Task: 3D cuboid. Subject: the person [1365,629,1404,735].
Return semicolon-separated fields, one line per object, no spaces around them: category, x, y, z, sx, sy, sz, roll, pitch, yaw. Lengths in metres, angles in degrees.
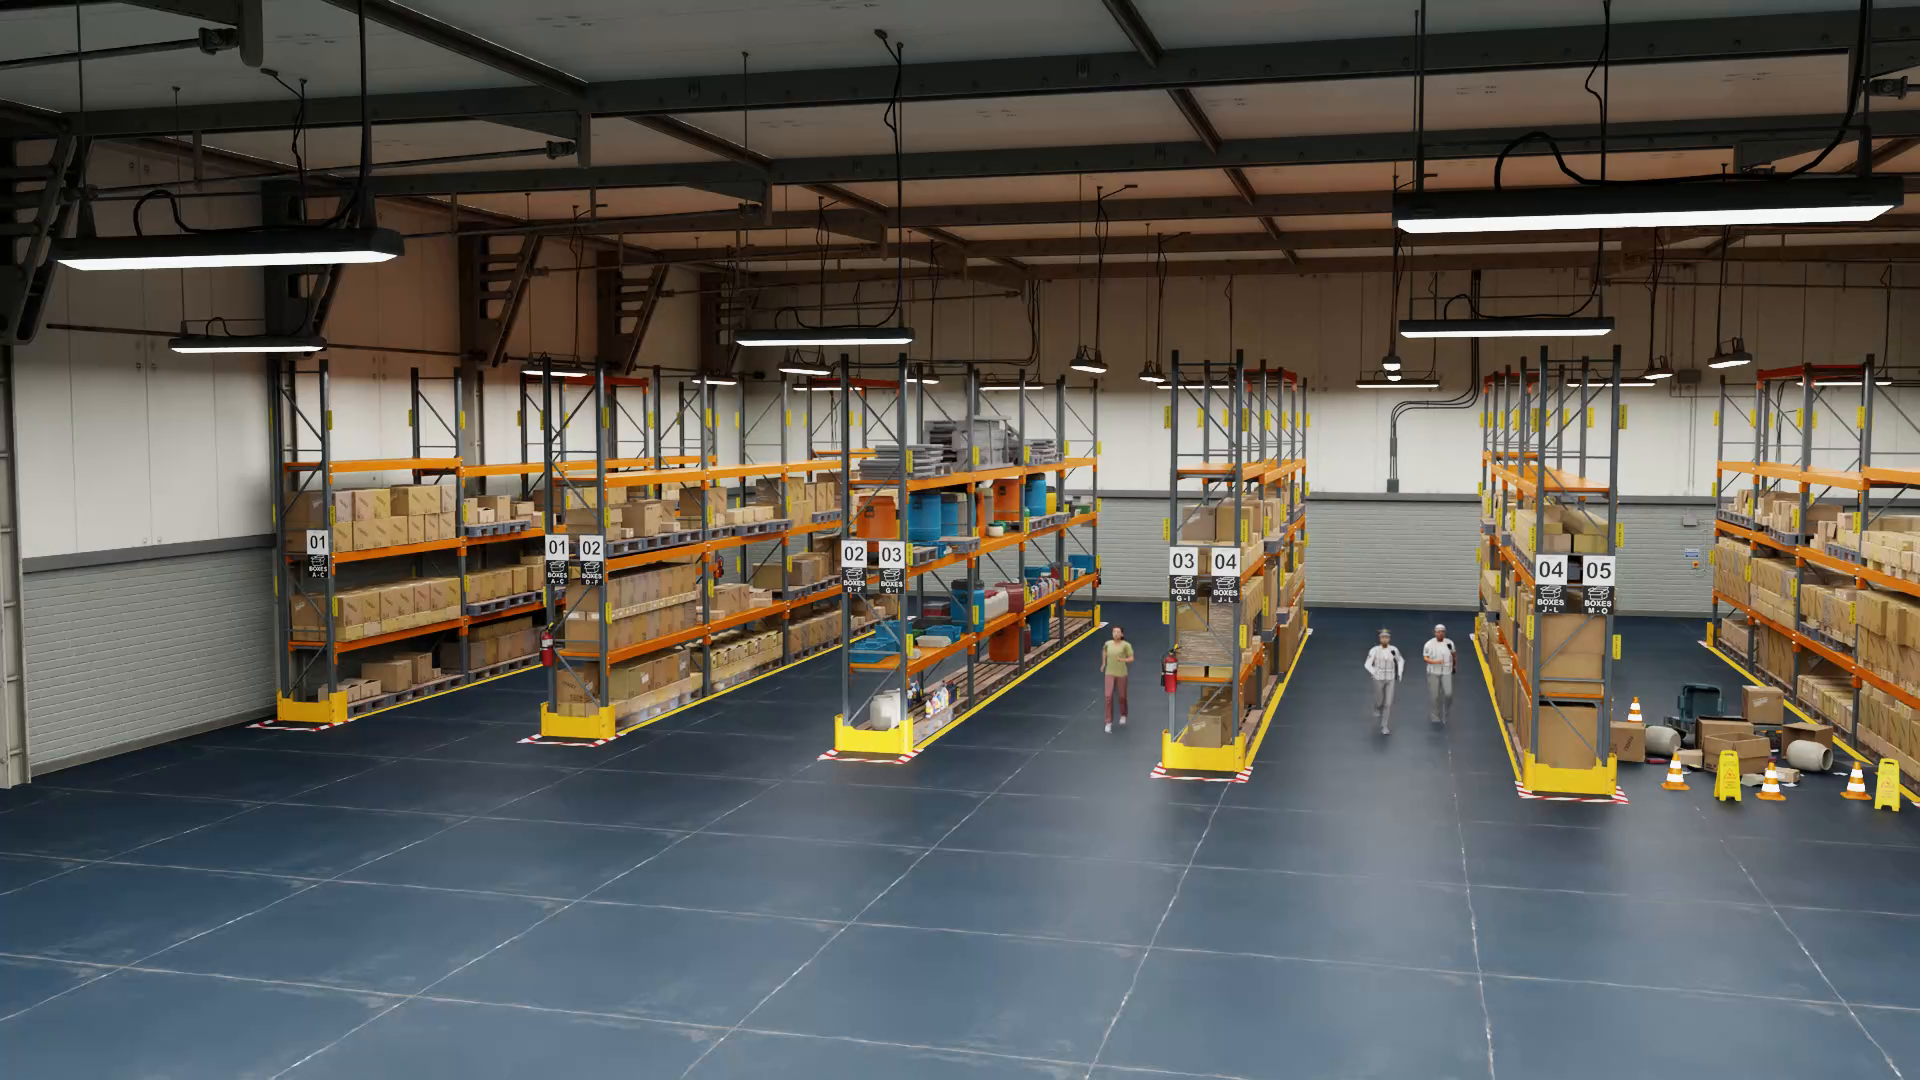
person;6.828;2.253;26.769;0.594;1.657;0.862;1;4;7

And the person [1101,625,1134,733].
person;2.540;2.206;26.868;0.564;1.682;0.907;1;4;16

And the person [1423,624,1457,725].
person;7.904;2.210;27.332;0.579;1.648;0.643;1;4;8
